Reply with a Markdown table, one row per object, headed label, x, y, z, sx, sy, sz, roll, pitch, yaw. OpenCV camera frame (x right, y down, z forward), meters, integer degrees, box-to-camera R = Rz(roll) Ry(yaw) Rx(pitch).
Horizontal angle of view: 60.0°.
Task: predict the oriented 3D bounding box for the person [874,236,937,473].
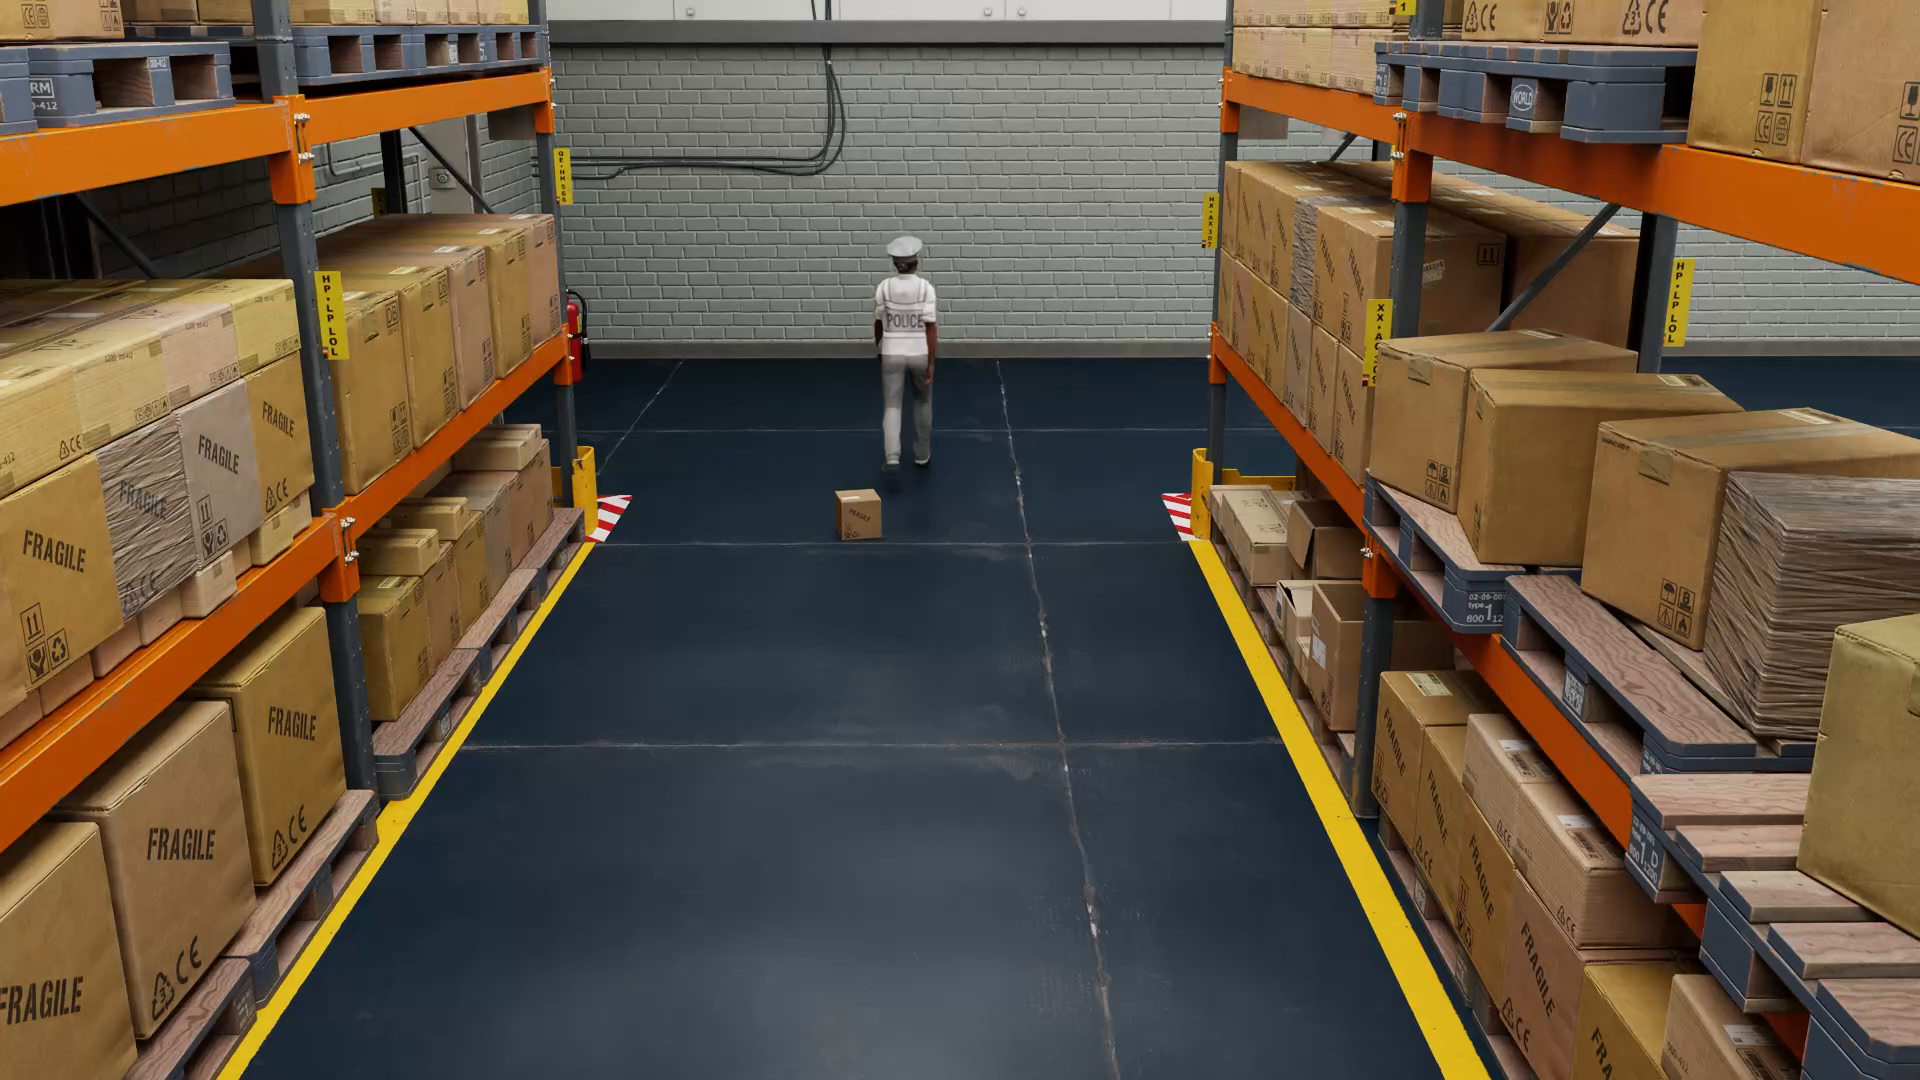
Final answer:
| label | x | y | z | sx | sy | sz | roll | pitch | yaw |
| --- | --- | --- | --- | --- | --- | --- | --- | --- | --- |
| person | -0.379 | -1.285 | 11.605 | 0.444 | 1.647 | 0.893 | 0 | 17 | 1 |
